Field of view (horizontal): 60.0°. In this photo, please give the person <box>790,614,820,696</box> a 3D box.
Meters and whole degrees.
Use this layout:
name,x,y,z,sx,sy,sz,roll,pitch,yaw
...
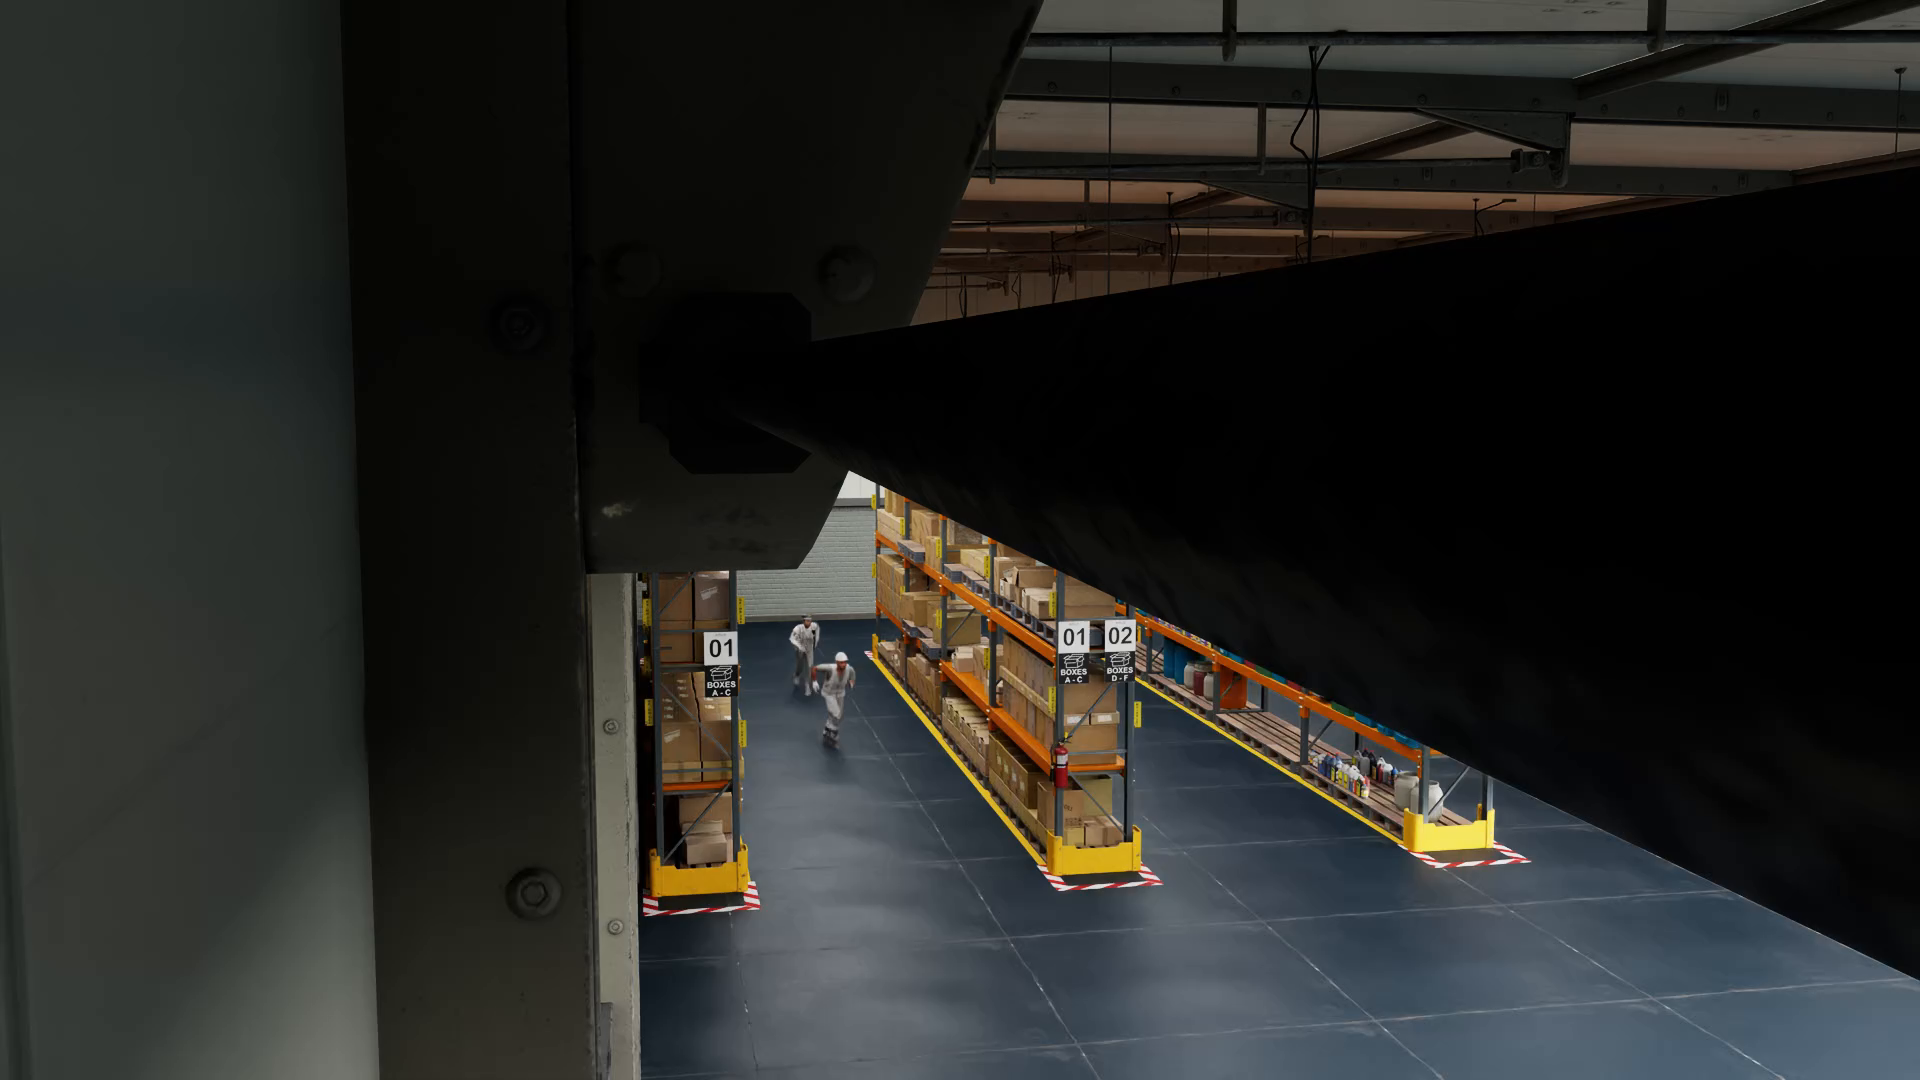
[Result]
name,x,y,z,sx,sy,sz,roll,pitch,yaw
person,-3.078,2.202,32.672,0.650,1.635,0.983,-3,6,-24

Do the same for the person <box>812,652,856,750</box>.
name,x,y,z,sx,sy,sz,roll,pitch,yaw
person,-2.124,2.670,27.807,0.714,1.695,0.988,-3,7,-26
